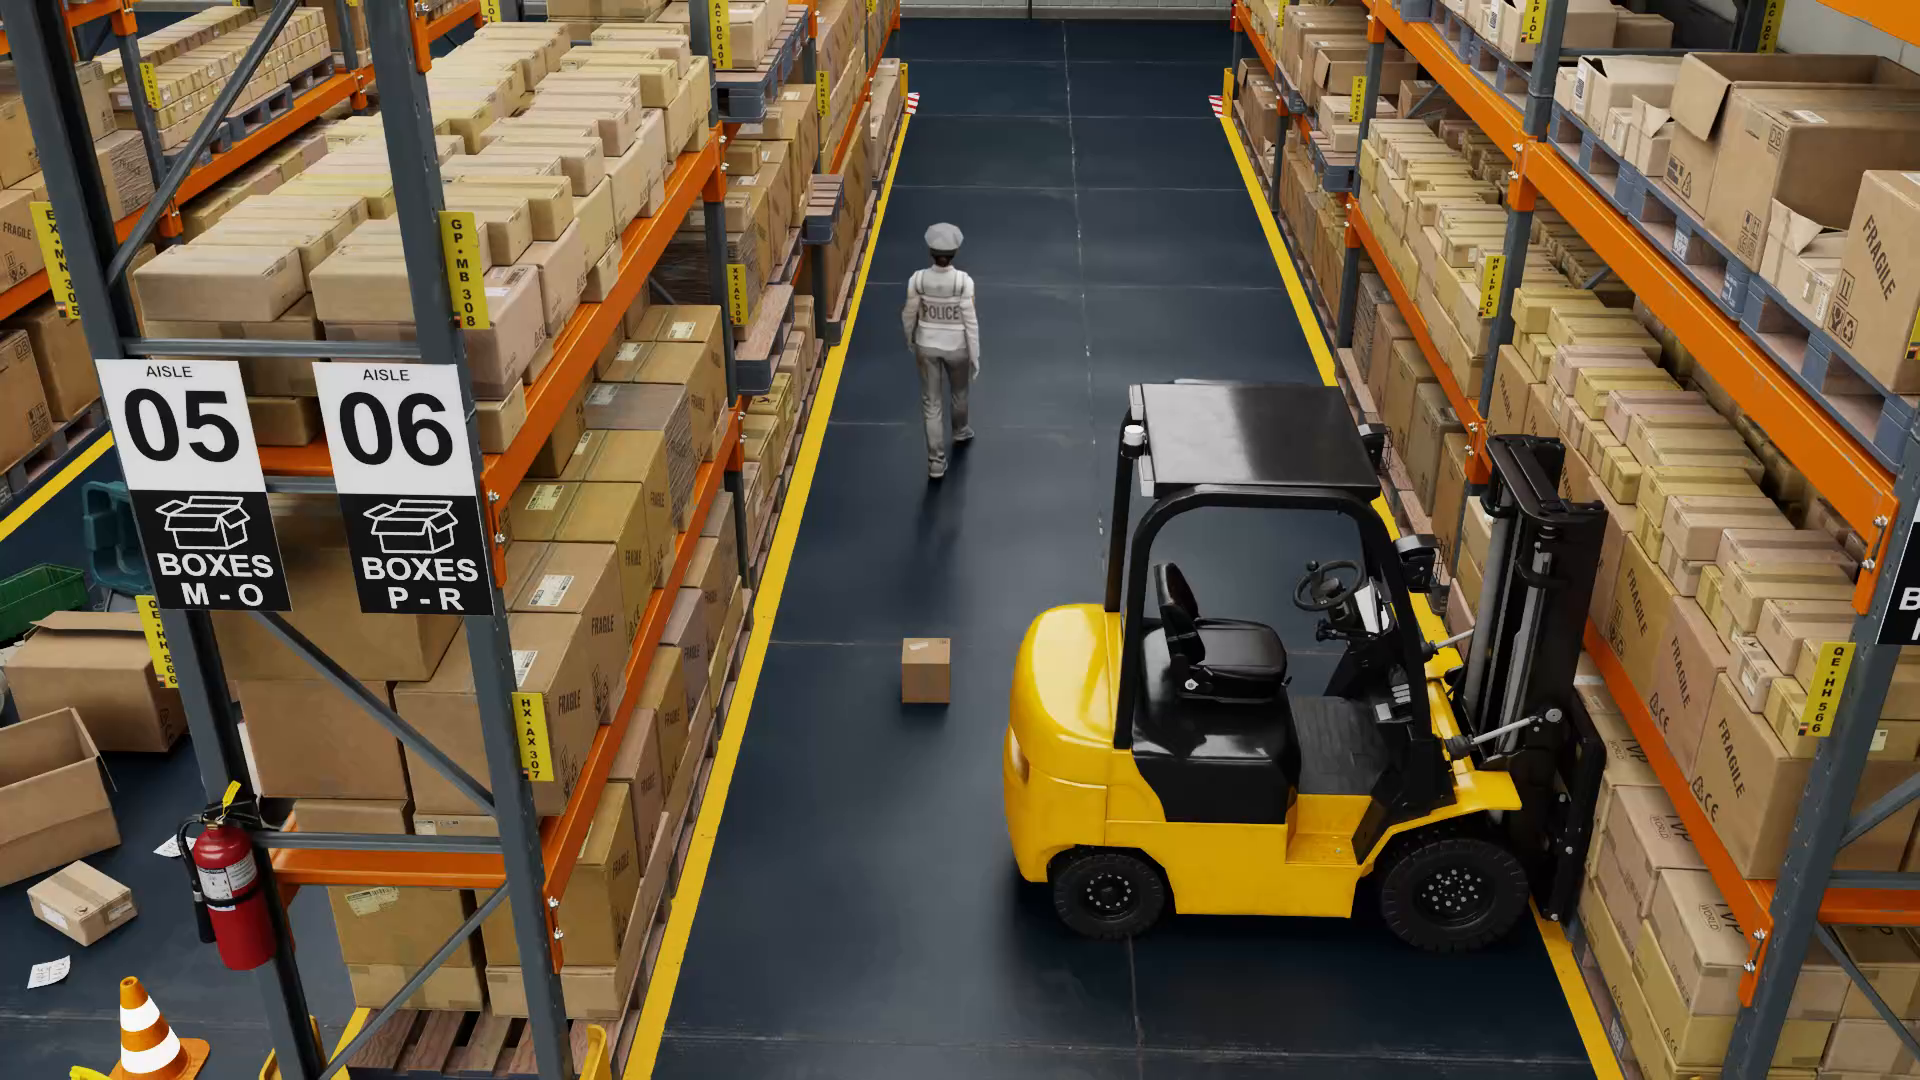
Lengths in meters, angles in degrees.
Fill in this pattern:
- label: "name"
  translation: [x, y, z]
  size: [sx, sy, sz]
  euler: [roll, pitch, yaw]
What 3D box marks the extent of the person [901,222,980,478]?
- label: "person"
  translation: [-0.122, -1.308, 11.023]
  size: [0.520, 1.672, 0.858]
  euler: [1, 28, 2]
